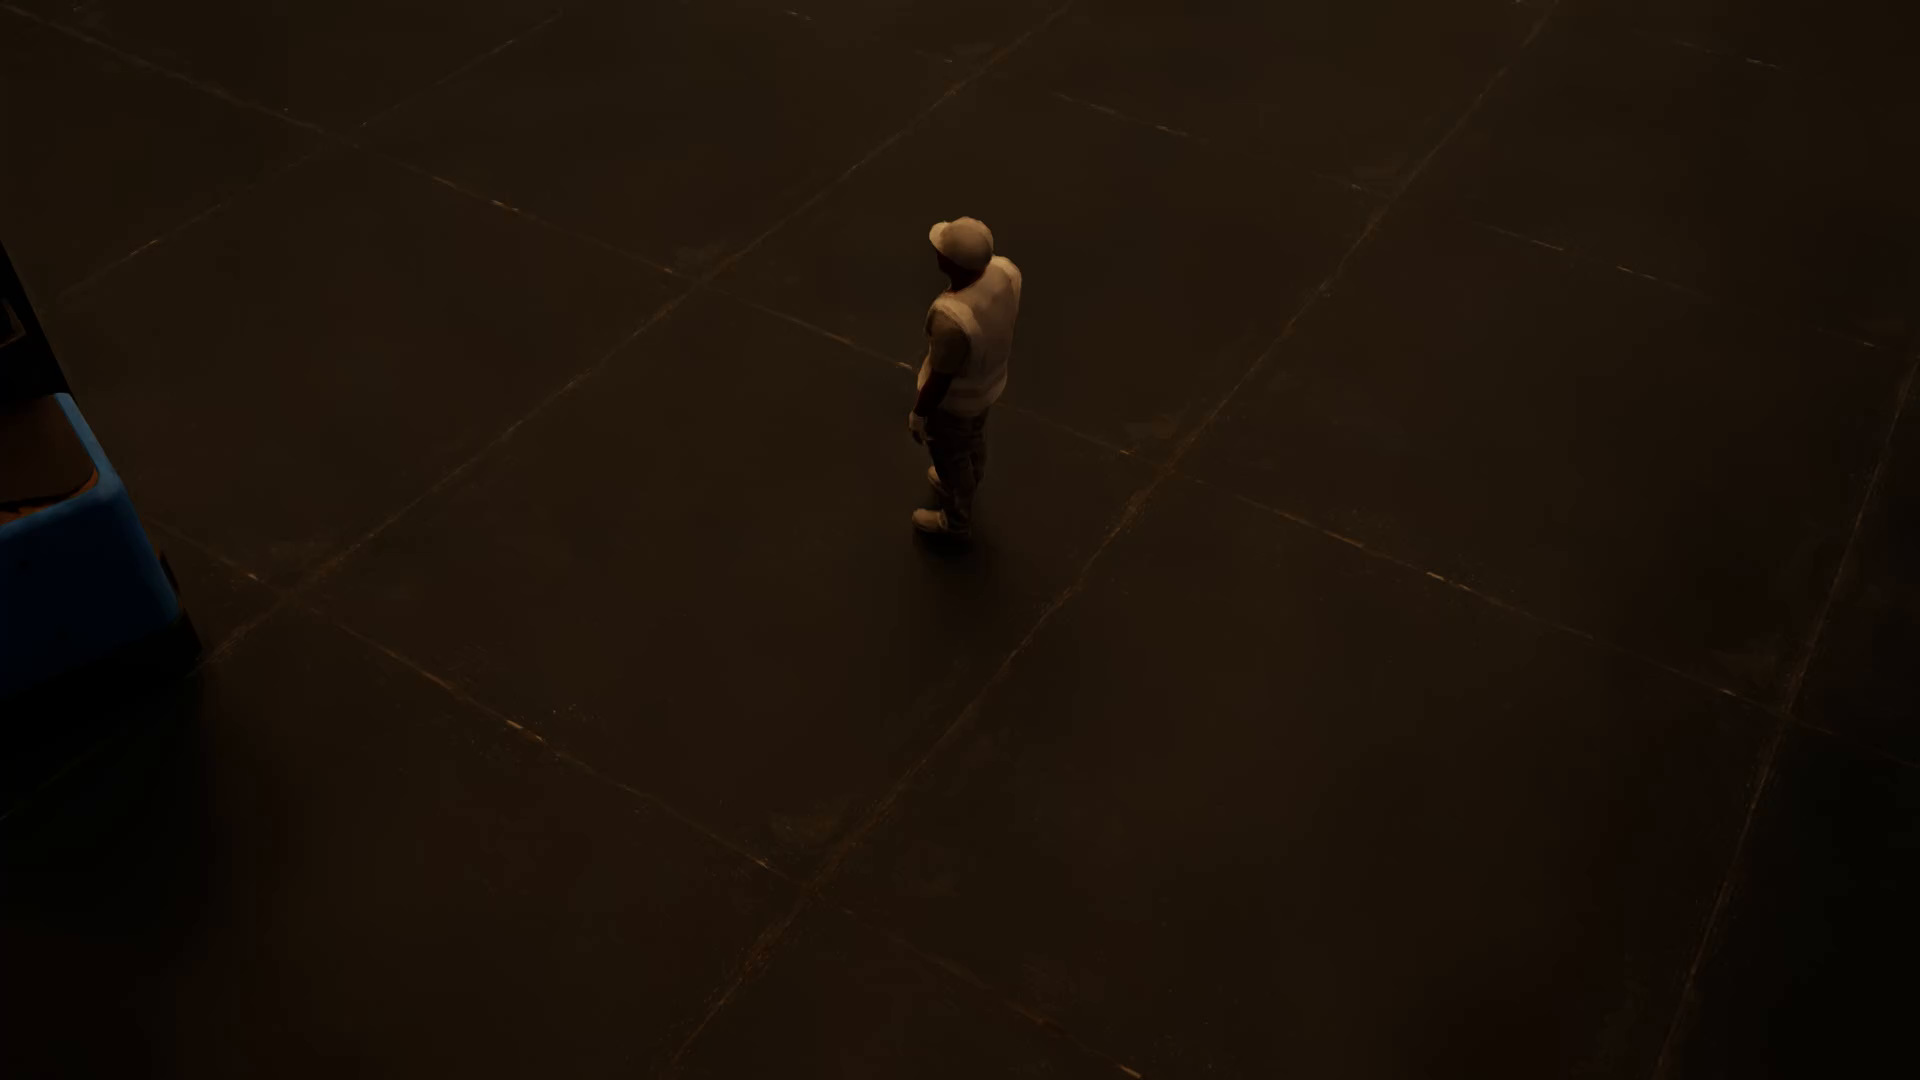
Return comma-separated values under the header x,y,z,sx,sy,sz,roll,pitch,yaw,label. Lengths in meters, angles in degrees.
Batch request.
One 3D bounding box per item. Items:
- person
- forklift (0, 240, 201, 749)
x,y,z,sx,sy,sz,roll,pitch,yaw,label
-0.056,-0.712,7.366,0.576,1.782,0.655,24,48,23,person
-4.653,-1.113,7.022,1.130,2.935,3.031,-28,50,-26,forklift
